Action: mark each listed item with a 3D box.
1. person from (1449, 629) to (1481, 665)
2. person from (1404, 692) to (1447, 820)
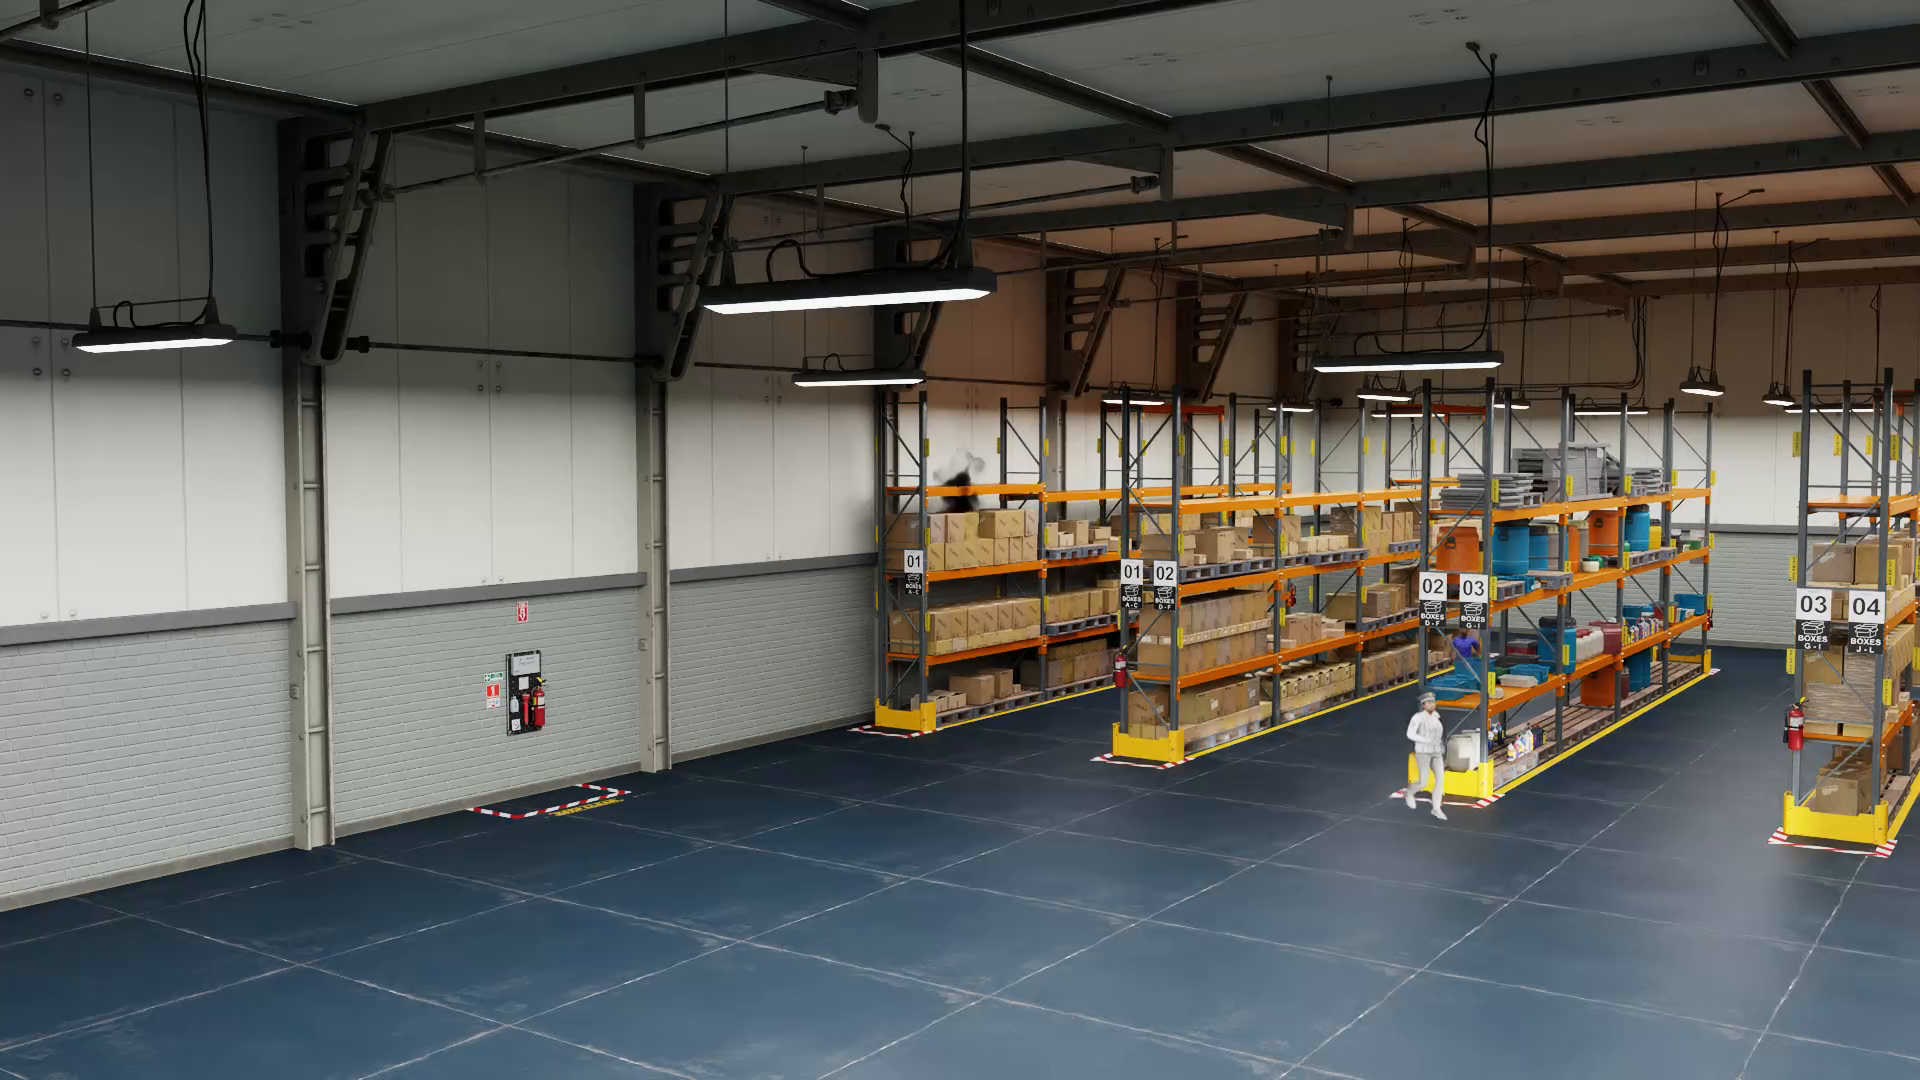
[{"bbox_3d":[9.742,2.422,32.116,0.593,1.612,0.773,1,3,25],"label":"person"},{"bbox_3d":[6.342,2.907,22.621,0.614,1.705,0.743,-1,3,-20],"label":"person"}]
